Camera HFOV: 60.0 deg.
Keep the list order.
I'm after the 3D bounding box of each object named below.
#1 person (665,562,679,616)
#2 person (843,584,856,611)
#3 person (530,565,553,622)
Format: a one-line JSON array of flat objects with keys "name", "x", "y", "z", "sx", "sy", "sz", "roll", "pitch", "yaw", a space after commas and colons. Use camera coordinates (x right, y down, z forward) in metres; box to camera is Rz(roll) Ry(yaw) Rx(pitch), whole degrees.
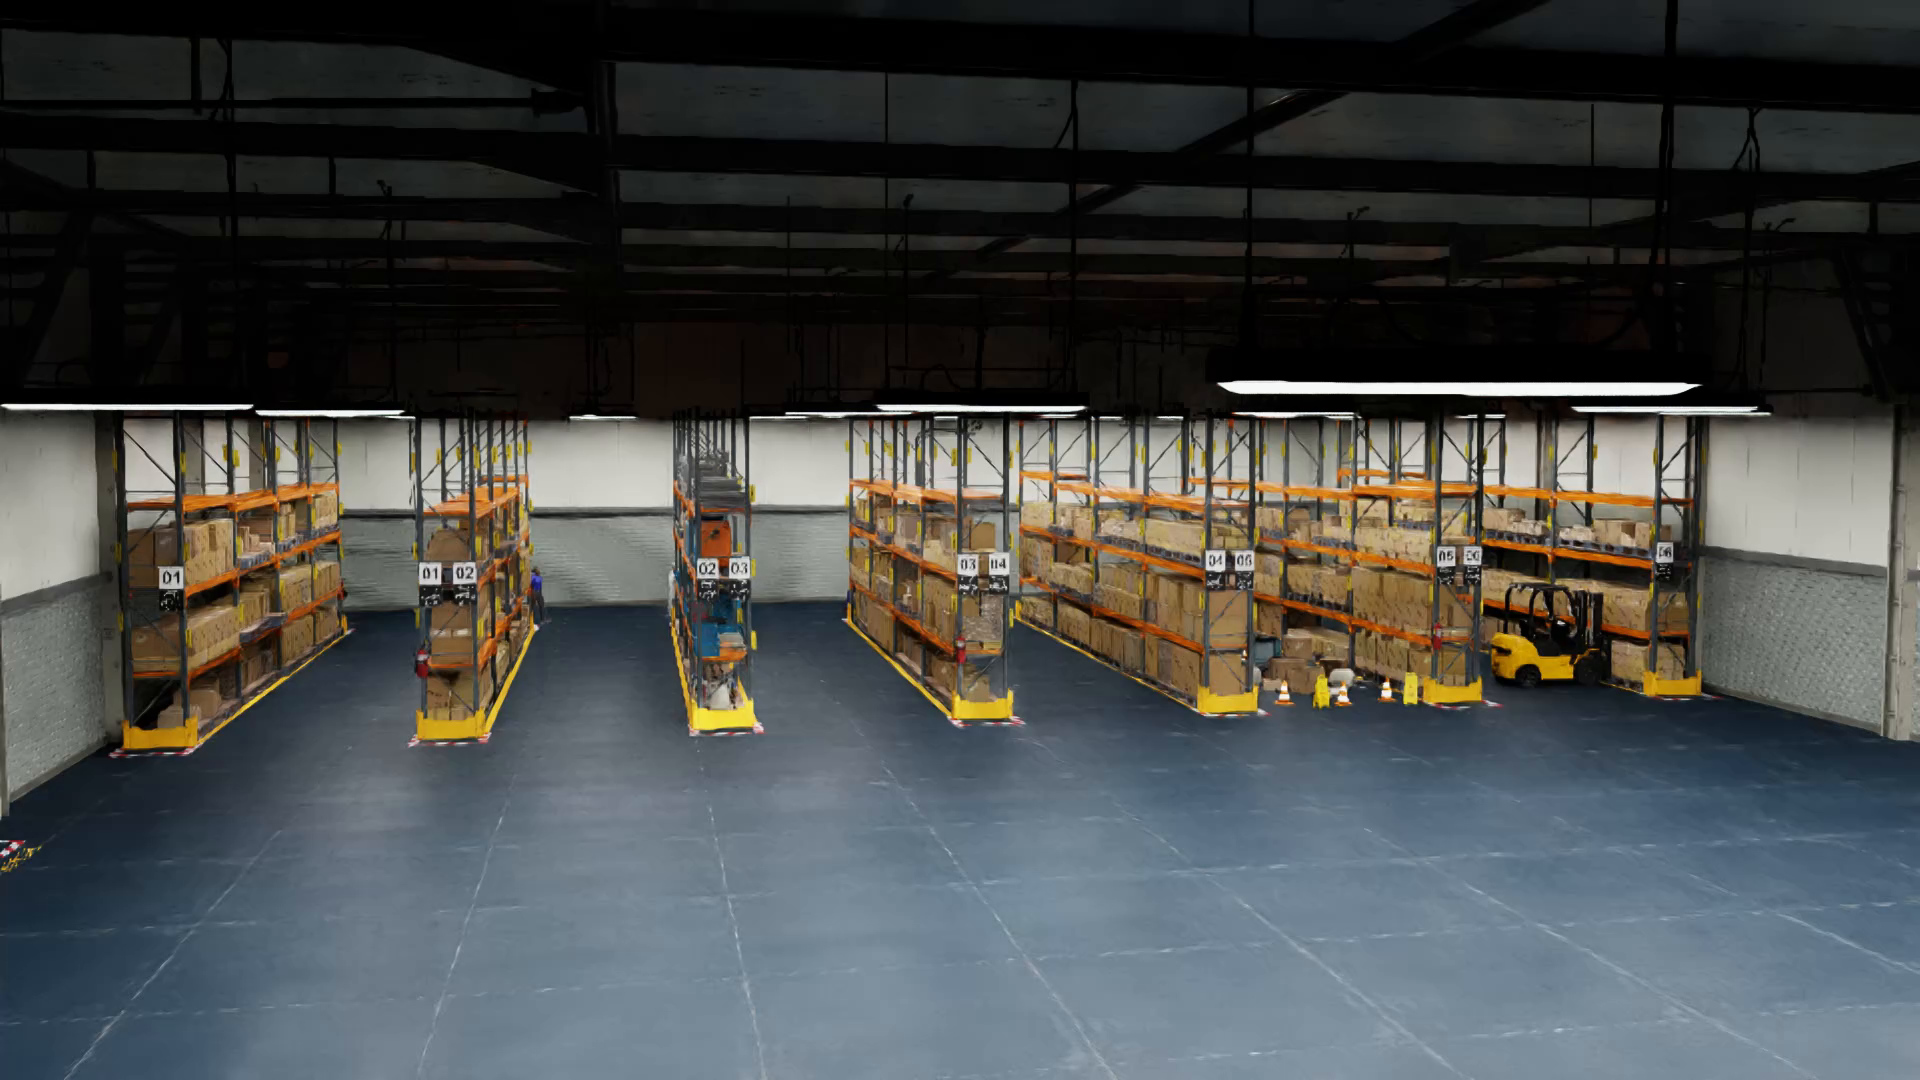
[{"name": "person", "x": -8.348, "y": 1.430, "z": 49.150, "sx": 0.534, "sy": 1.593, "sz": 0.940, "roll": 1, "pitch": 4, "yaw": 10}, {"name": "person", "x": -3.125, "y": 1.362, "z": 49.981, "sx": 0.584, "sy": 1.611, "sz": 0.918, "roll": -3, "pitch": 5, "yaw": -38}, {"name": "person", "x": -11.991, "y": 1.537, "z": 47.166, "sx": 0.554, "sy": 1.650, "sz": 0.700, "roll": 2, "pitch": 4, "yaw": 24}]
